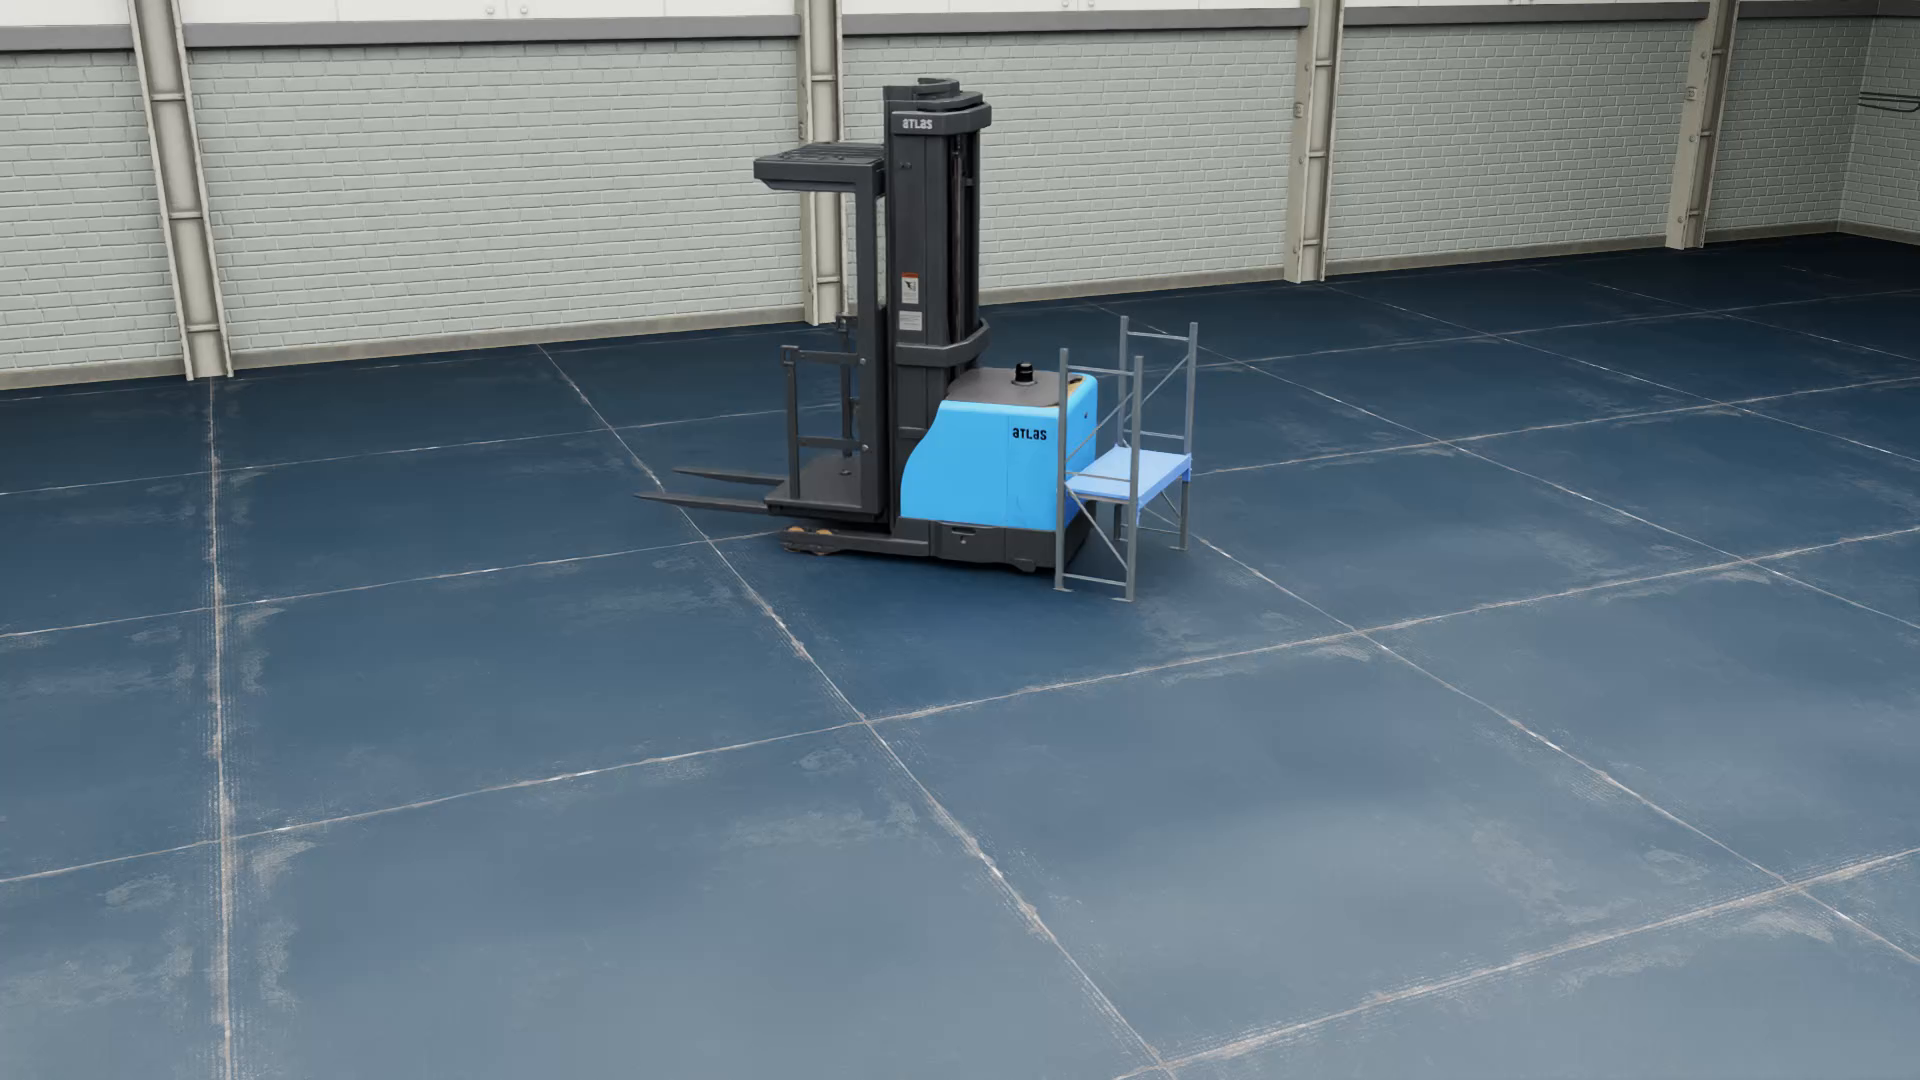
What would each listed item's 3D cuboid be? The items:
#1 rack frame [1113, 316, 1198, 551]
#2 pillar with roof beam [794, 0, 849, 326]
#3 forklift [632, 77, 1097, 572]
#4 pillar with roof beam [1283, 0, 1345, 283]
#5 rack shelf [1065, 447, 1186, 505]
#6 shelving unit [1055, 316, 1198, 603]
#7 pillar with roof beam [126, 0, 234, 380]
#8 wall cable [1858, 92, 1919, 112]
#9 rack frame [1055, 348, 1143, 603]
[{"bbox_3d":[1.248,-0.675,10.681,0.500,1.500,0.032,9,21,24],"label":"rack frame"},{"bbox_3d":[0.292,-5.247,12.374,0.400,9.000,9.100,-8,21,-22],"label":"pillar with roof beam"},{"bbox_3d":[-0.666,-1.441,10.702,3.031,2.935,1.130,6,20,15],"label":"forklift"},{"bbox_3d":[5.802,-6.036,14.615,0.400,9.000,9.100,-8,21,-22],"label":"pillar with roof beam"},{"bbox_3d":[1.030,-0.399,10.291,0.459,0.062,0.952,9,21,24],"label":"rack shelf"},{"bbox_3d":[1.030,-0.522,10.247,0.500,1.500,1.048,9,21,24],"label":"shelving unit"},{"bbox_3d":[-5.217,-4.457,10.132,0.400,9.000,9.100,-8,21,-22],"label":"pillar with roof beam"},{"bbox_3d":[12.834,-6.658,21.057,0.112,2.526,3.097,-8,21,-22],"label":"wall cable"},{"bbox_3d":[0.811,-0.370,9.814,0.500,1.500,0.032,9,21,24],"label":"rack frame"}]
